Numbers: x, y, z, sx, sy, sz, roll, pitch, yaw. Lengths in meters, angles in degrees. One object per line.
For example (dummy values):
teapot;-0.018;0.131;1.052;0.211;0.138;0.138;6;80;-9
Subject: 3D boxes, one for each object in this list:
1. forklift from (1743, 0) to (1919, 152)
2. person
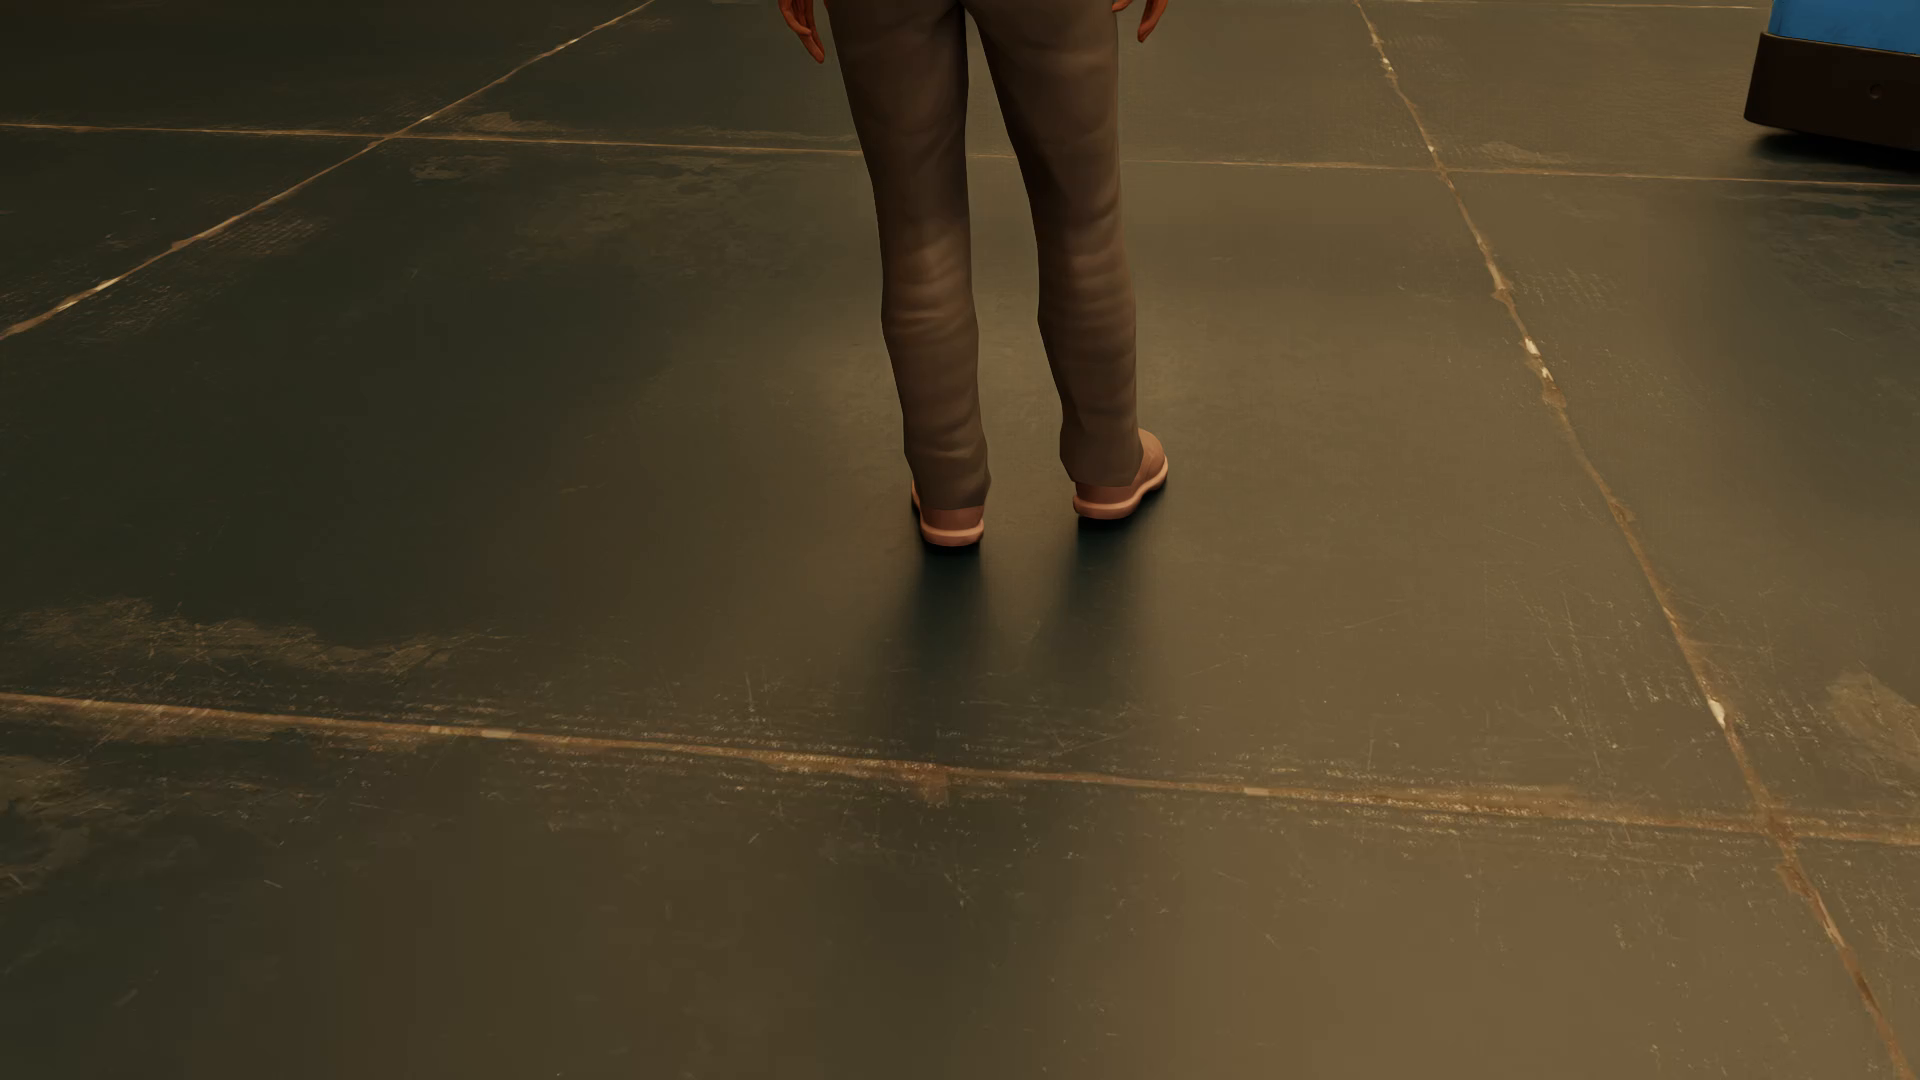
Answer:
forklift;3.684;-2.708;4.645;3.031;2.935;1.130;-21;33;-36
person;0.031;-0.785;2.203;0.569;1.656;0.503;3;27;7
